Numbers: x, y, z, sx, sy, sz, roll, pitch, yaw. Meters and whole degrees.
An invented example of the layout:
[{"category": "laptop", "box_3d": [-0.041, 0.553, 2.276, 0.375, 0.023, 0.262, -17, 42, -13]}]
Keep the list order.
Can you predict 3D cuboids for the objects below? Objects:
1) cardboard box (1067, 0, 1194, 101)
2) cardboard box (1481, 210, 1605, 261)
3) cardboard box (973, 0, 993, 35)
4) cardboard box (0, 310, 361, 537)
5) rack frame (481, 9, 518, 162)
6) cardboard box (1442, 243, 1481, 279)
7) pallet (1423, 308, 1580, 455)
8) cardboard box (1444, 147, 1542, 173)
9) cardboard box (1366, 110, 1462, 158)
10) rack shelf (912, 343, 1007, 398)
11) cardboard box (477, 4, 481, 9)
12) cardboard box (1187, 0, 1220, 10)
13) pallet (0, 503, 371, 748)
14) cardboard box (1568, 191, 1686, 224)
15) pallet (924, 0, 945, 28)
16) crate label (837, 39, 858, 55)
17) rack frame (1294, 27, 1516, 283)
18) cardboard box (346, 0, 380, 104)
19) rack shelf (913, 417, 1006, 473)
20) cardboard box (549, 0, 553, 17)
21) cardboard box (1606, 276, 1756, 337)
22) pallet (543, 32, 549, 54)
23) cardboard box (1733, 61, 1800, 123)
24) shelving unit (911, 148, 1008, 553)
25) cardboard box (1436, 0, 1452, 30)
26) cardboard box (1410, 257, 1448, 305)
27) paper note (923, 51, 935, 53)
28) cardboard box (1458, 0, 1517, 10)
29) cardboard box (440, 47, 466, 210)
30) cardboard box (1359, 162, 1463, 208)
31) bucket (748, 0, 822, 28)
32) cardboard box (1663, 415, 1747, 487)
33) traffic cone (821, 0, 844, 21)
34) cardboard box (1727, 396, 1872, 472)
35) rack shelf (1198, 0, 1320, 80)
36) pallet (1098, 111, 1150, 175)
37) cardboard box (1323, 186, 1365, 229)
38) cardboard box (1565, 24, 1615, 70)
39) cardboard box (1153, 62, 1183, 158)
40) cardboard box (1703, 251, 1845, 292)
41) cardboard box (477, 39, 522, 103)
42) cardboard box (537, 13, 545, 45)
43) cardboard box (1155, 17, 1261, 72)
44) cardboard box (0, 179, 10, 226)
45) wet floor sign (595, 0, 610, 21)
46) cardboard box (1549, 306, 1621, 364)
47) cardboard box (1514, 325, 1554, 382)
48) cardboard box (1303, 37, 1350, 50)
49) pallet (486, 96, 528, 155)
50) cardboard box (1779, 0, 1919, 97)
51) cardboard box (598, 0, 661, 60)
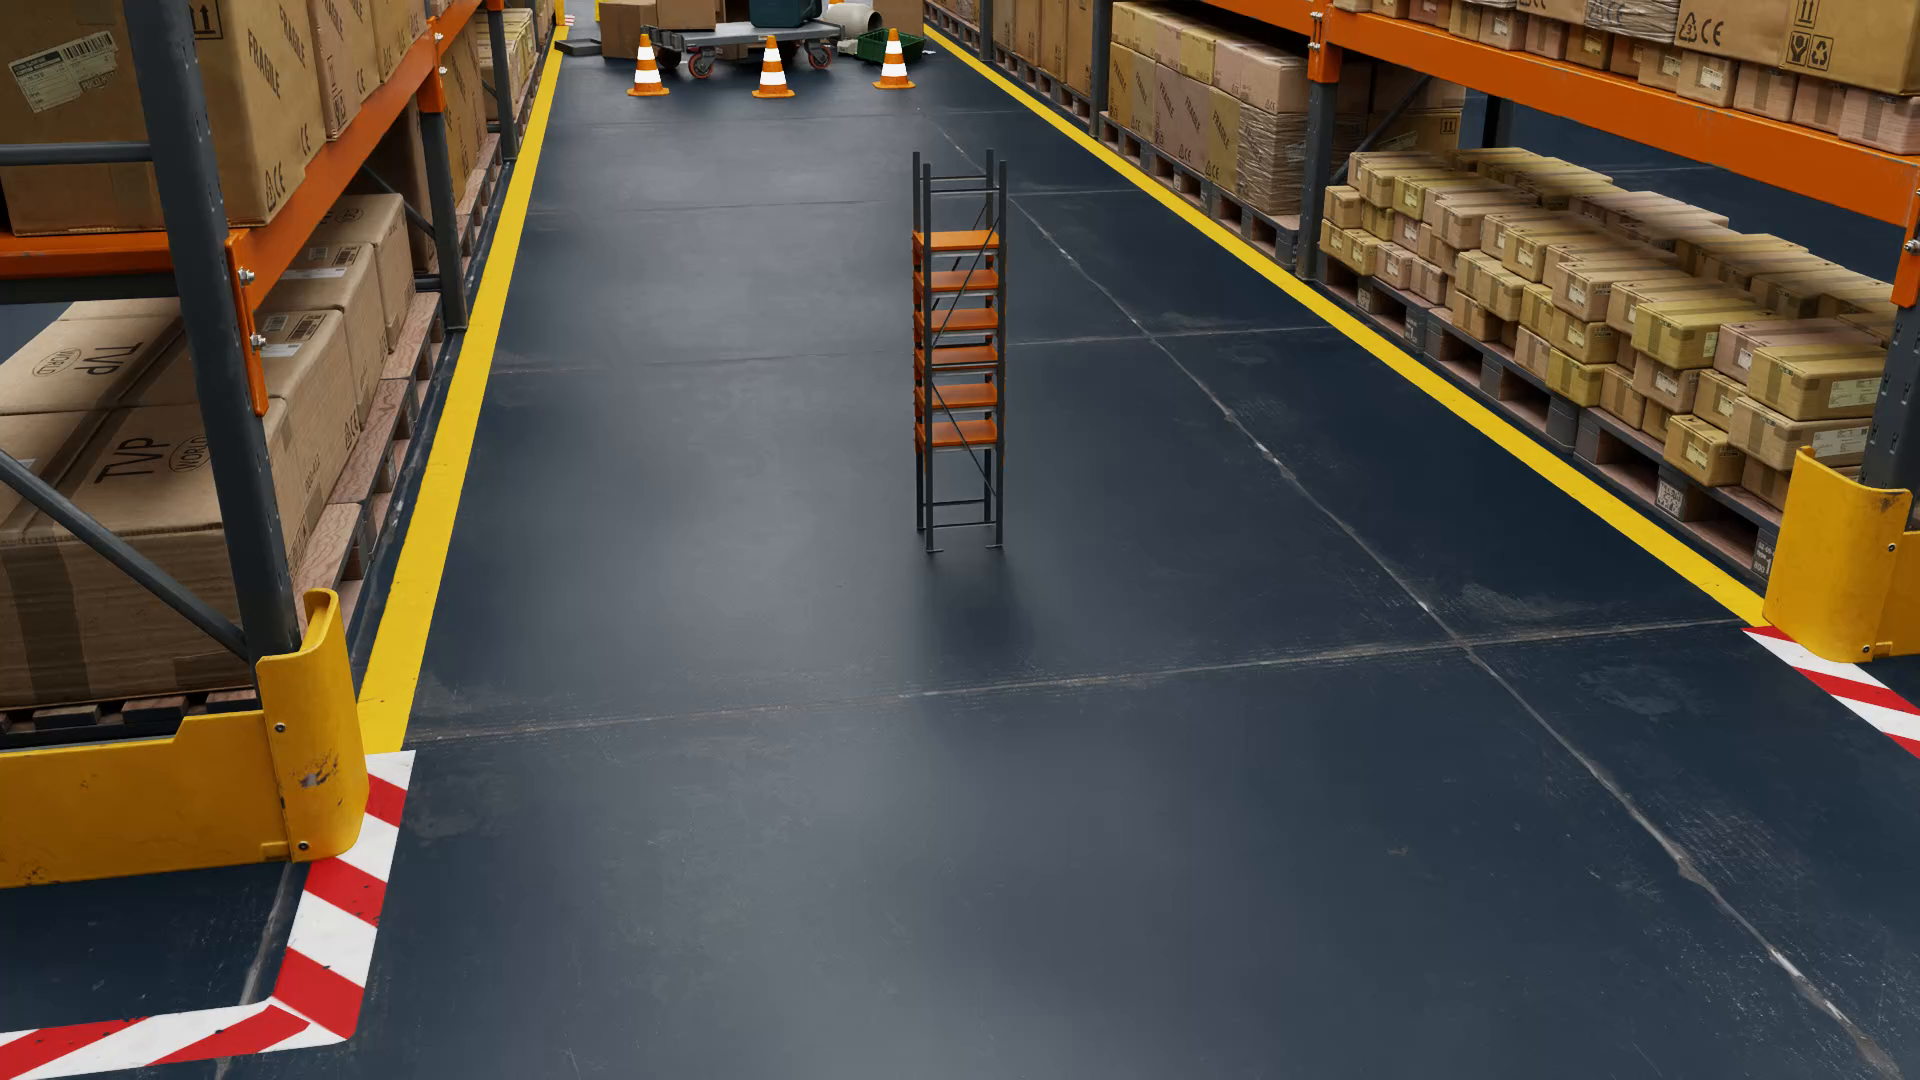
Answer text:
[{"category": "cardboard box", "box_3d": [1.396, -3.672, 12.196, 1.050, 0.750, 0.750, -5, 24, -10]}, {"category": "cardboard box", "box_3d": [2.277, -1.182, 6.503, 0.380, 0.149, 0.250, -5, 24, -12]}, {"category": "cardboard box", "box_3d": [0.633, -5.309, 15.788, 0.875, 0.875, 0.875, -4, 24, -9]}, {"category": "cardboard box", "box_3d": [-2.344, -0.342, 4.961, 0.875, 0.438, 0.875, -4, 24, -8]}, {"category": "rack frame", "box_3d": [-3.426, -3.858, 10.337, 1.000, 3.000, 0.127, -4, 24, -10]}, {"category": "cardboard box", "box_3d": [2.203, -1.145, 6.789, 0.380, 0.149, 0.250, -3, 24, -7]}, {"category": "pallet", "box_3d": [2.548, -0.671, 6.522, 1.003, 0.211, 1.213, -4, 24, -10]}, {"category": "cardboard box", "box_3d": [2.481, -1.729, 7.755, 0.380, 0.149, 0.250, -4, 24, -8]}, {"category": "cardboard box", "box_3d": [2.284, -2.048, 8.791, 0.500, 0.500, 0.500, -3, 24, -8]}, {"category": "rack shelf", "box_3d": [-0.003, -0.515, 5.041, 0.258, 0.103, 0.180, -4, 24, -10]}, {"category": "cardboard box", "box_3d": [-4.539, -4.921, 14.743, 0.500, 0.500, 0.500, -5, 24, -10]}, {"category": "cardboard box", "box_3d": [1.804, -3.406, 10.961, 0.500, 0.250, 0.500, -5, 24, -11]}, {"category": "pallet", "box_3d": [-2.171, 0.257, 4.397, 1.003, 0.211, 1.213, -4, 24, -10]}, {"category": "cardboard box", "box_3d": [2.733, -1.327, 6.834, 0.380, 0.149, 0.250, -5, 24, -12]}, {"category": "pallet", "box_3d": [0.166, -5.825, 18.323, 1.003, 0.211, 1.213, -4, 24, -10]}, {"category": "crate label", "box_3d": [-1.018, -4.670, 15.773, 0.250, 0.136, 0.298, 18, 29, 36]}, {"category": "rack frame", "box_3d": [2.160, -2.691, 7.664, 1.000, 3.000, 0.127, -4, 24, -10]}, {"category": "cardboard box", "box_3d": [-2.059, -1.562, 4.953, 0.500, 0.500, 0.500, -4, 24, -8]}, {"category": "rack shelf", "box_3d": [-0.003, -0.295, 5.137, 0.258, 0.103, 0.180, -4, 24, -10]}, {"category": "cardboard box", "box_3d": [-4.403, -5.435, 16.858, 0.500, 0.250, 0.500, -4, 24, -10]}, {"category": "cardboard box", "box_3d": [2.404, -0.768, 5.555, 0.380, 0.149, 0.250, -5, 24, -12]}, {"category": "pallet", "box_3d": [-4.553, -4.896, 16.197, 1.003, 0.211, 1.213, -4, 24, -10]}, {"category": "cardboard box", "box_3d": [2.491, -1.308, 4.811, 0.380, 0.149, 0.250, -5, 24, -10]}, {"category": "shelving unit", "box_3d": [-0.003, -0.556, 5.023, 0.258, 1.200, 0.189, -4, 24, -10]}, {"category": "cardboard box", "box_3d": [2.157, -2.136, 6.707, 0.380, 0.149, 0.250, -5, 24, -12]}, {"category": "cardboard box", "box_3d": [2.154, -1.115, 7.093, 0.380, 0.149, 0.250, -5, 24, -11]}, {"category": "paper note", "box_3d": [-0.334, -4.675, 15.915, 0.142, 0.020, 0.147, 18, 29, 36]}, {"category": "cardboard box", "box_3d": [2.160, -2.265, 6.192, 0.500, 0.500, 0.500, -5, 24, -11]}, {"category": "cardboard box", "box_3d": [-3.054, -2.097, 8.433, 0.875, 0.875, 0.875, -4, 24, -8]}, {"category": "cardboard box", "box_3d": [2.013, -1.586, 7.428, 0.380, 0.149, 0.250, -3, 24, -7]}, {"category": "bucket", "box_3d": [-1.610, -4.917, 14.952, 0.726, 0.611, 0.620, 4, 34, 9]}, {"category": "cardboard box", "box_3d": [2.450, -0.289, 5.201, 0.380, 0.149, 0.250, -4, 24, -8]}, {"category": "traffic cone", "box_3d": [-1.356, -5.935, 18.260, 0.336, 0.463, 0.334, -4, 24, -10]}, {"category": "cardboard box", "box_3d": [2.521, -0.327, 4.916, 0.380, 0.149, 0.250, -5, 24, -11]}, {"category": "rack shelf", "box_3d": [1.790, -3.148, 9.609, 1.077, 0.370, 4.000, -4, 24, -10]}, {"category": "pallet", "box_3d": [1.563, -2.679, 11.121, 1.003, 0.211, 1.213, -4, 24, -10]}, {"category": "cardboard box", "box_3d": [1.912, -1.547, 7.710, 0.380, 0.149, 0.250, -3, 24, -7]}, {"category": "cardboard box", "box_3d": [2.345, -1.726, 5.769, 0.380, 0.149, 0.250, -4, 24, -9]}, {"category": "cardboard box", "box_3d": [1.496, -2.615, 10.089, 0.500, 0.500, 0.500, -5, 24, -11]}, {"category": "cardboard box", "box_3d": [2.877, -0.917, 5.896, 0.380, 0.149, 0.250, -3, 24, -8]}, {"category": "cardboard box", "box_3d": [-3.665, -3.359, 11.952, 0.950, 0.372, 0.625, -5, 24, -11]}, {"category": "cardboard box", "box_3d": [-4.009, -4.616, 14.983, 0.500, 0.250, 0.500, -5, 24, -12]}, {"category": "cardboard box", "box_3d": [1.483, -2.971, 9.966, 0.500, 0.250, 0.500, -4, 24, -9]}, {"category": "cardboard box", "box_3d": [-2.296, -0.928, 3.501, 0.500, 0.500, 0.500, -4, 24, -9]}, {"category": "wet floor sign", "box_3d": [-3.889, -6.080, 18.365, 0.267, 0.644, 0.232, 4, 24, 9]}, {"category": "cardboard box", "box_3d": [2.315, -0.734, 5.848, 0.380, 0.149, 0.250, -4, 24, -9]}, {"category": "cardboard box", "box_3d": [2.288, -0.700, 6.143, 0.380, 0.149, 0.250, -4, 24, -9]}, {"category": "cardboard box", "box_3d": [2.182, -2.601, 9.120, 0.500, 0.250, 0.500, -4, 24, -8]}, {"category": "pallet", "box_3d": [-3.569, -2.888, 11.599, 1.003, 0.211, 1.213, -4, 24, -10]}, {"category": "cardboard box", "box_3d": [2.564, -1.458, 4.343, 0.500, 0.500, 0.500, -4, 24, -9]}, {"category": "cardboard box", "box_3d": [-3.026, -4.810, 15.635, 0.500, 0.500, 0.500, 13, 27, 27]}]
